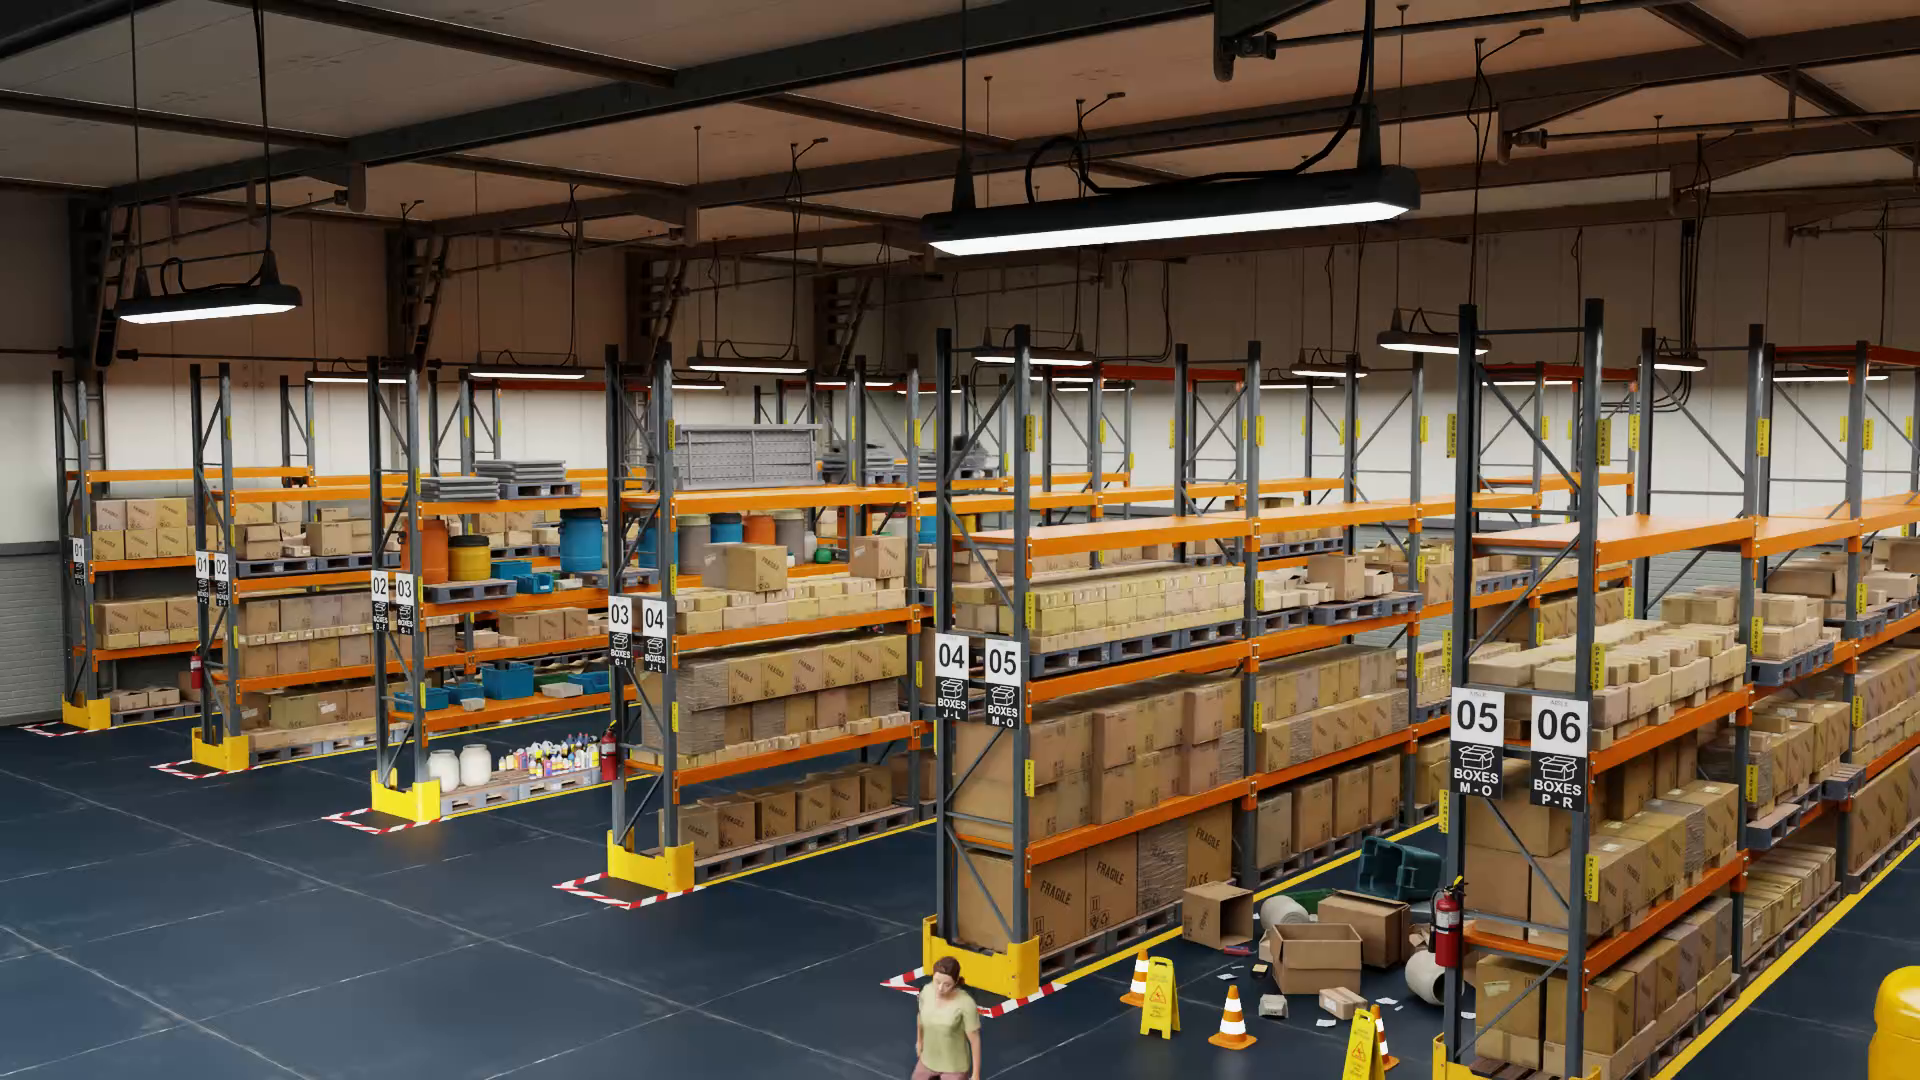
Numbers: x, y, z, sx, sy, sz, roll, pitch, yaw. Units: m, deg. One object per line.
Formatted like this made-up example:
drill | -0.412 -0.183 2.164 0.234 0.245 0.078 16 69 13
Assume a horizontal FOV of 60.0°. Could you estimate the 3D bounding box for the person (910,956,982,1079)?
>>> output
person | -0.100 3.542 11.331 0.737 1.594 0.606 2 5 31
